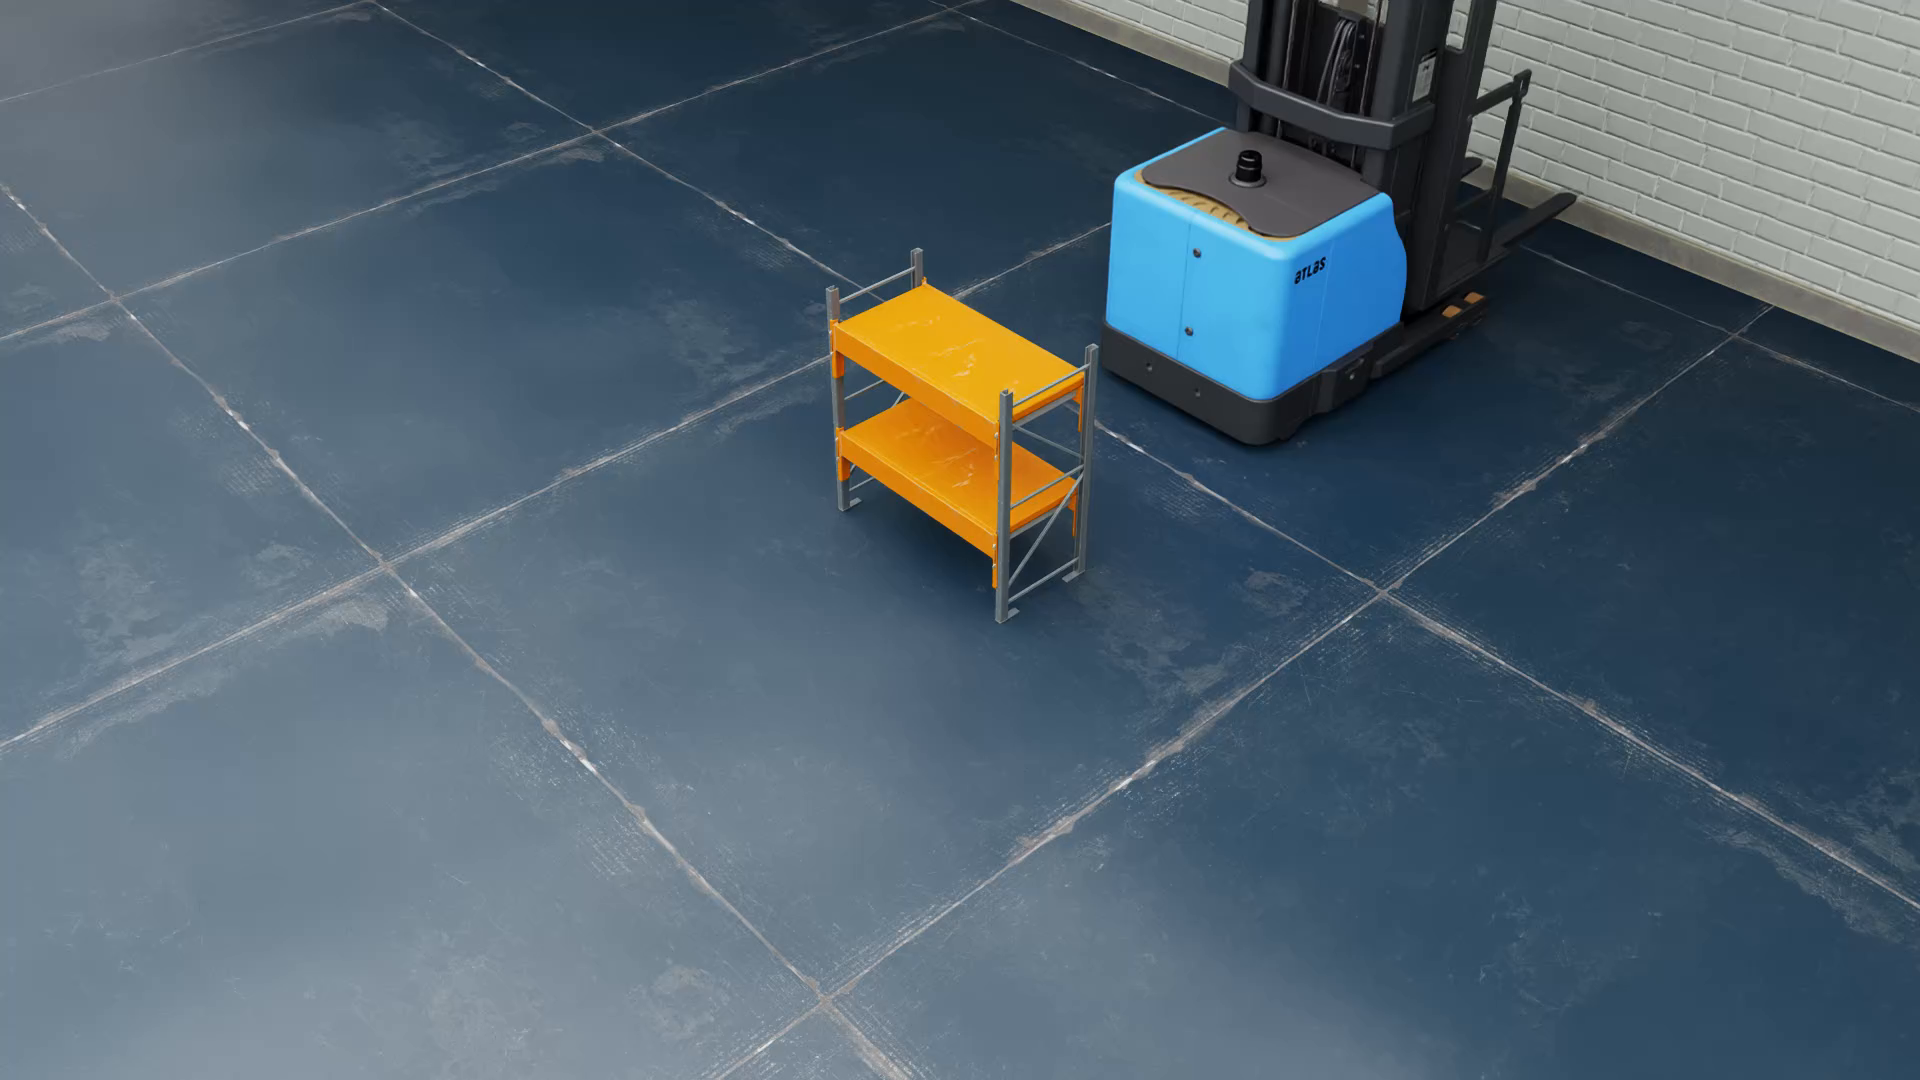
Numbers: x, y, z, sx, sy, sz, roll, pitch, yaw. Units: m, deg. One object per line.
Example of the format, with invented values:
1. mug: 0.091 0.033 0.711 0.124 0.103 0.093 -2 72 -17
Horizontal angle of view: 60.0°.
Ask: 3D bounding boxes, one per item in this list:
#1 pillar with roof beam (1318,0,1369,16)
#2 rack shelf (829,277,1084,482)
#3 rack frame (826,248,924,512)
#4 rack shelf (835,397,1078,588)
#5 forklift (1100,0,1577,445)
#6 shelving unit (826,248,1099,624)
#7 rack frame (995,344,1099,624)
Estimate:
1. pillar with roof beam: -0.984 -4.248 5.347 9.100 9.000 0.400 -30 48 -32
2. rack shelf: -0.005 -0.668 6.717 0.538 0.278 1.000 -30 48 -32
3. rack frame: -0.348 -0.676 7.192 0.500 1.125 0.032 -30 48 -32
4. rack shelf: -0.005 -0.251 7.054 0.538 0.278 1.000 -30 48 -32
5. forklift: 2.112 -2.386 7.872 3.031 2.935 1.130 -31 48 -32
6. shelving unit: -0.005 -0.441 6.900 0.538 1.125 1.048 -30 48 -32
7. rack frame: 0.339 -0.205 6.609 0.500 1.125 0.032 -30 48 -32
